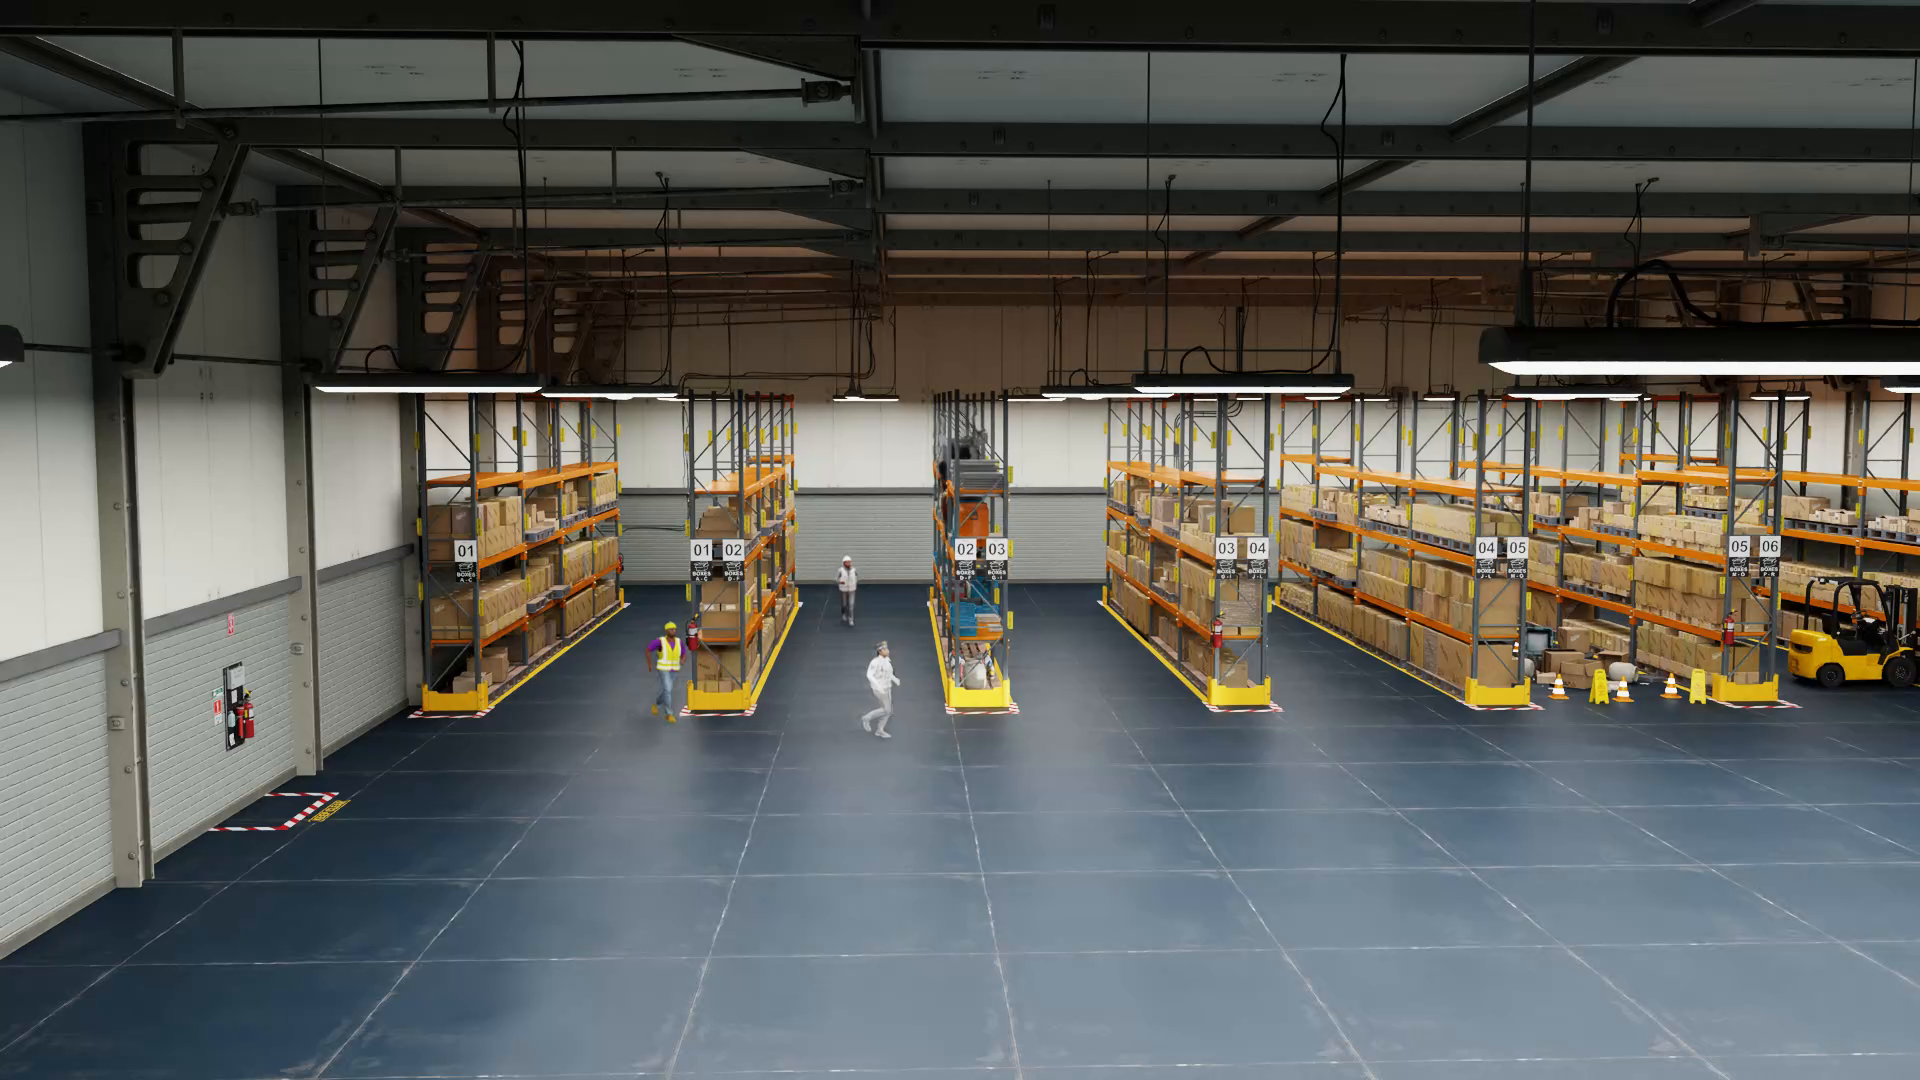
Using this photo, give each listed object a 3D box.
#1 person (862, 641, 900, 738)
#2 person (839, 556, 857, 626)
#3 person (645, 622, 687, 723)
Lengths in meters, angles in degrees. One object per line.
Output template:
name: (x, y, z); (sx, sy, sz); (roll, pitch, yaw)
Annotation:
person: (-1.355, 2.564, 28.688); (0.587, 1.671, 0.452); (2, 5, 27)
person: (-2.910, 1.306, 43.180); (0.536, 1.768, 0.974); (-1, 5, -13)
person: (-5.269, 2.378, 30.188); (0.735, 1.750, 0.906); (-4, 6, -39)
